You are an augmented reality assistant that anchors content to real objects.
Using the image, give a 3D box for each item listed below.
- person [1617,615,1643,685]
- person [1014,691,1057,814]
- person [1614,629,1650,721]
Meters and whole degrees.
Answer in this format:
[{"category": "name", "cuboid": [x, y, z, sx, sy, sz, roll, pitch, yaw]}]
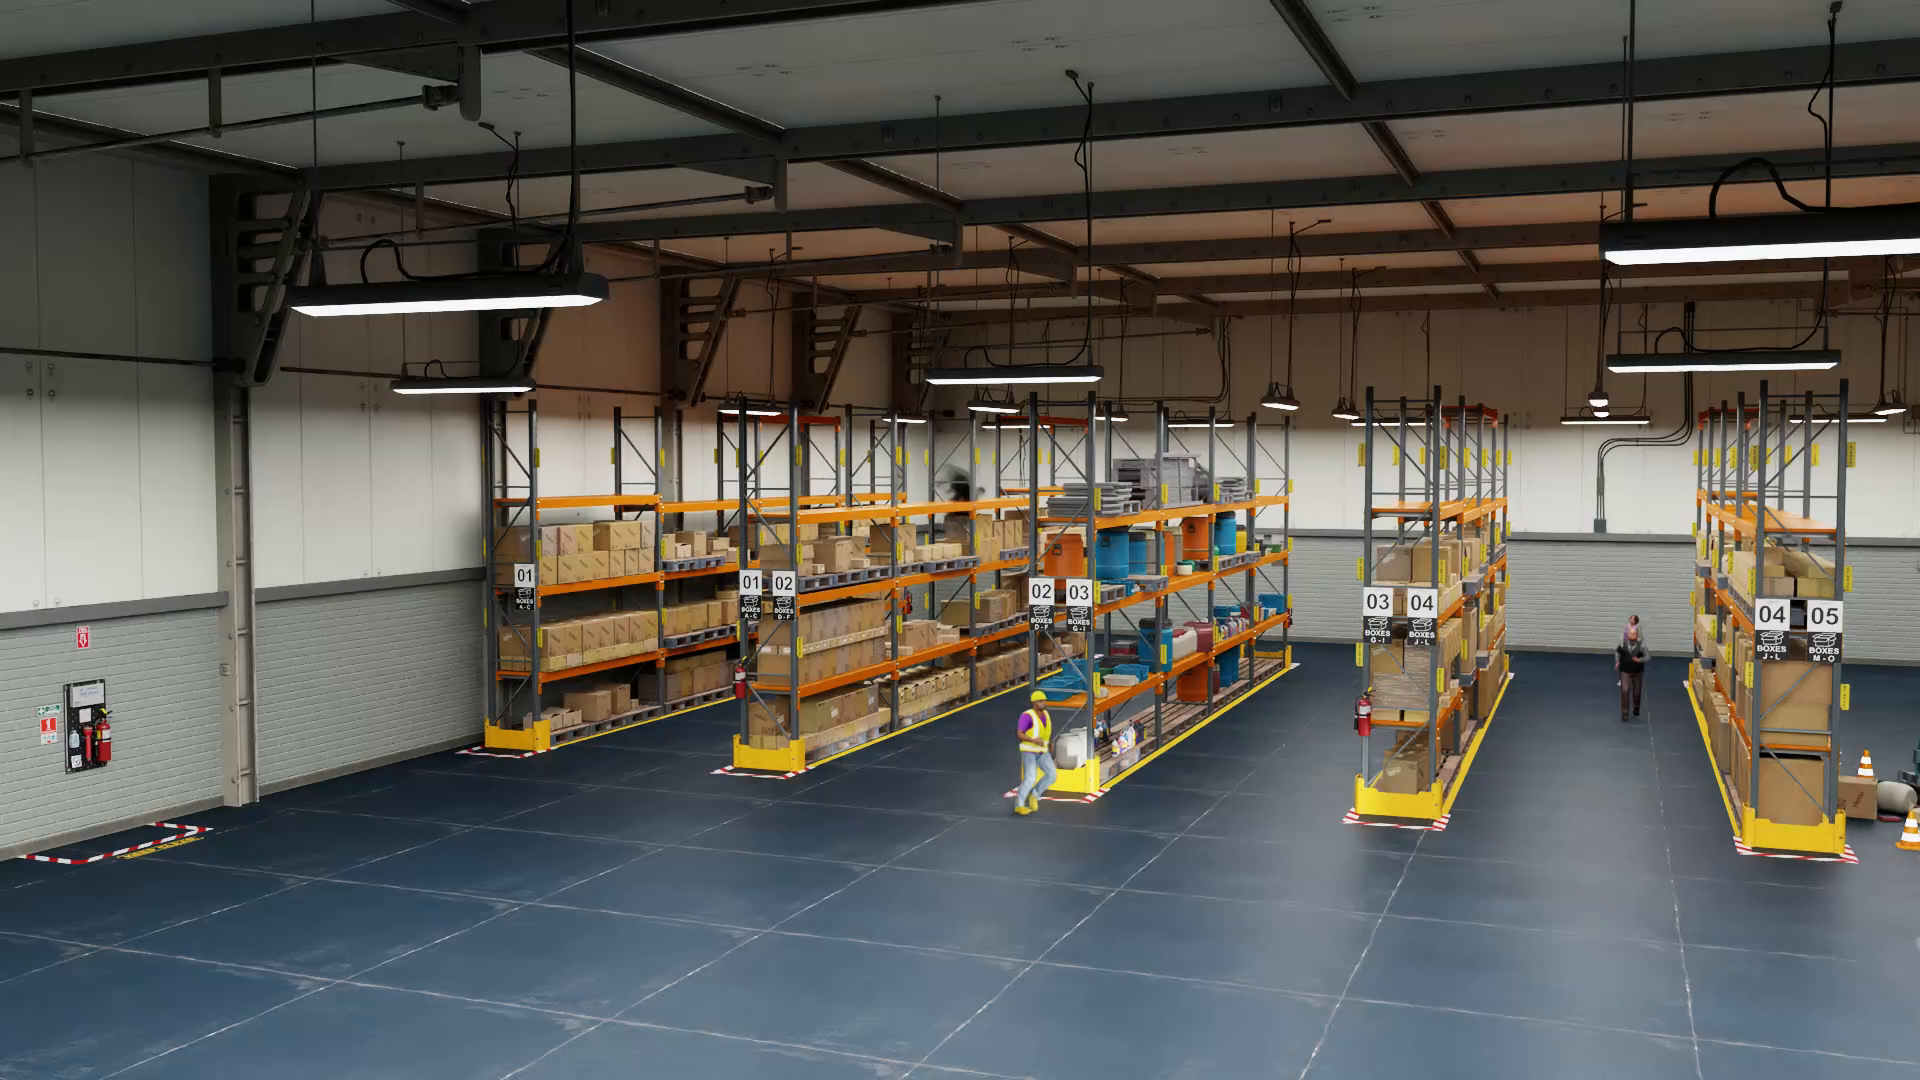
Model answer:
[{"category": "person", "cuboid": [14.866, 2.432, 36.771, 0.641, 1.554, 0.583, -2, 3, -31]}, {"category": "person", "cuboid": [1.115, 2.980, 23.392, 0.734, 1.713, 0.635, -3, 4, -42]}, {"category": "person", "cuboid": [12.822, 2.545, 31.744, 0.659, 1.713, 0.948, 1, 3, 26]}]
